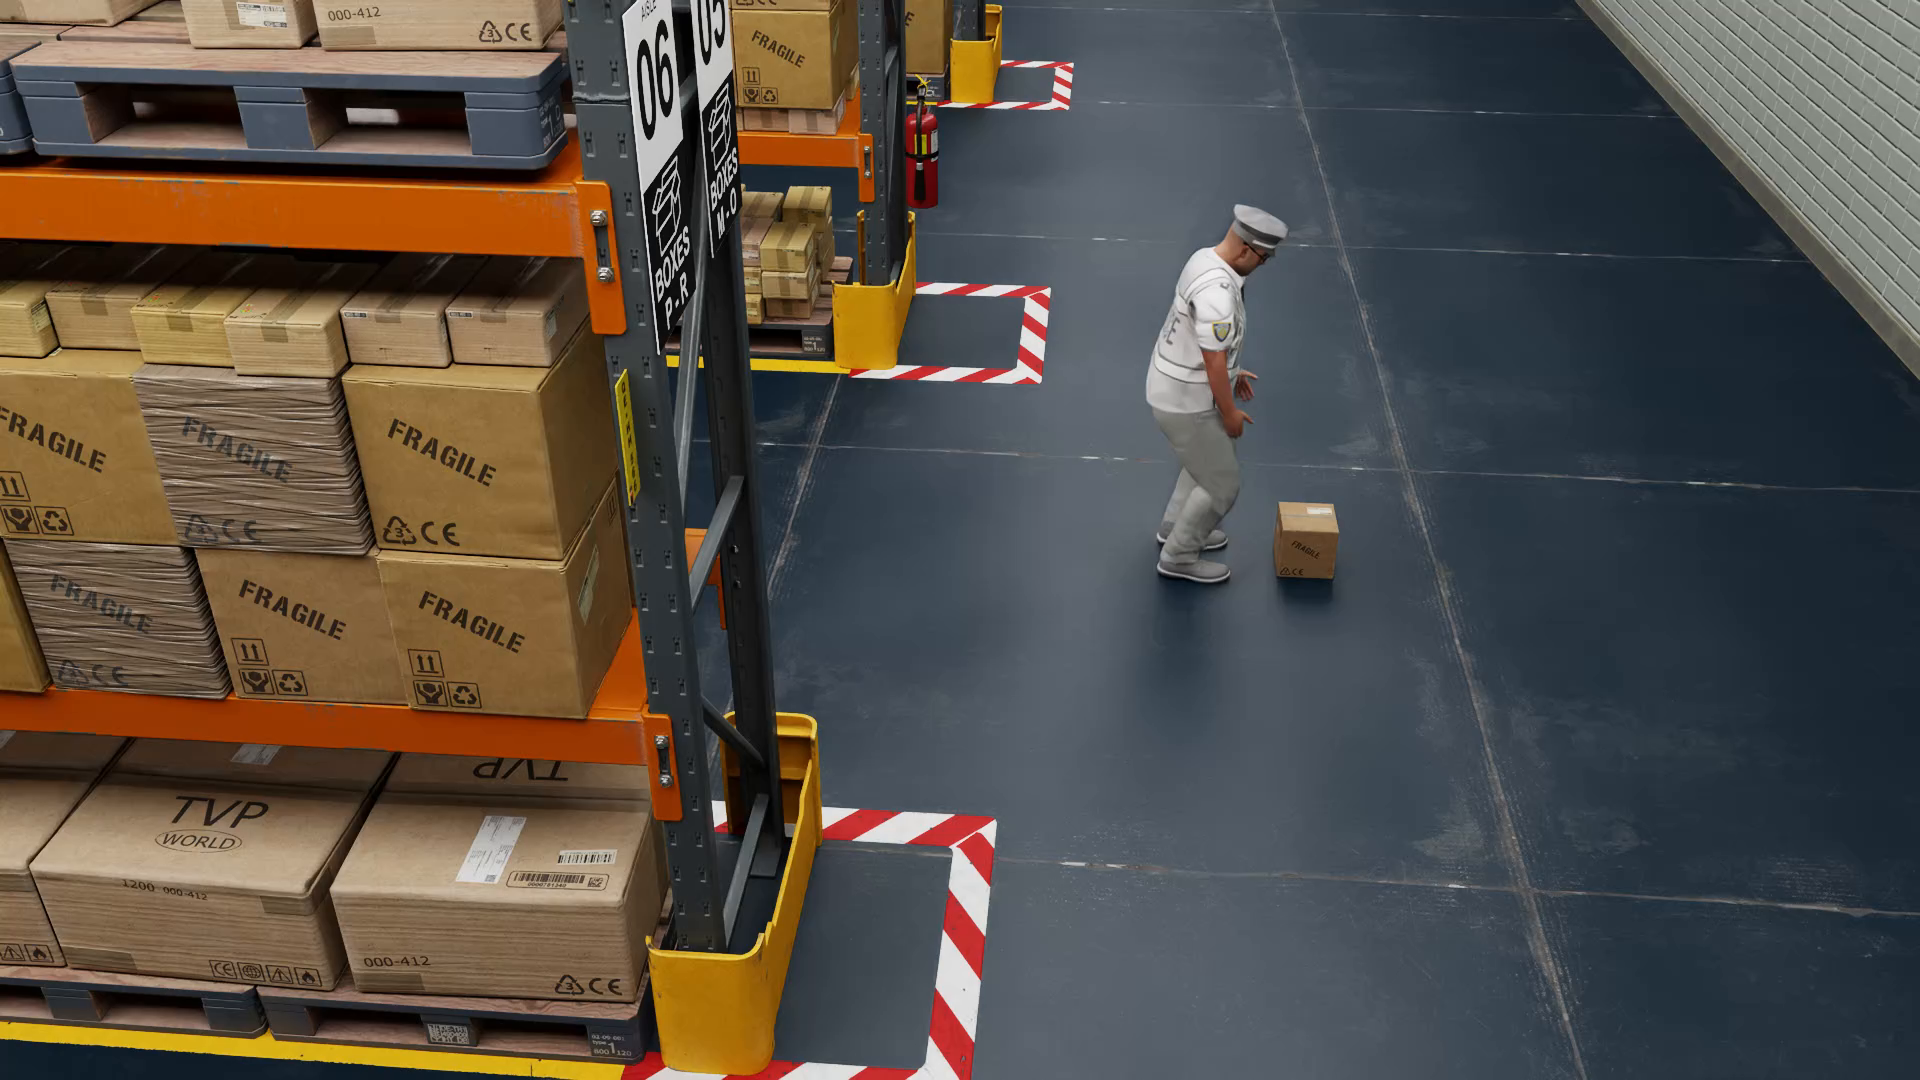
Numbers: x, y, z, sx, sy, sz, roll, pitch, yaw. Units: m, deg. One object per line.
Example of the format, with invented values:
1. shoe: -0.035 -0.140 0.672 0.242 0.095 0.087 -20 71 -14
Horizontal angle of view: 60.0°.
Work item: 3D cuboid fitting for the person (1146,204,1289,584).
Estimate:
1. person: 1.080 -0.640 7.245 0.539 1.678 0.564 3 32 5
